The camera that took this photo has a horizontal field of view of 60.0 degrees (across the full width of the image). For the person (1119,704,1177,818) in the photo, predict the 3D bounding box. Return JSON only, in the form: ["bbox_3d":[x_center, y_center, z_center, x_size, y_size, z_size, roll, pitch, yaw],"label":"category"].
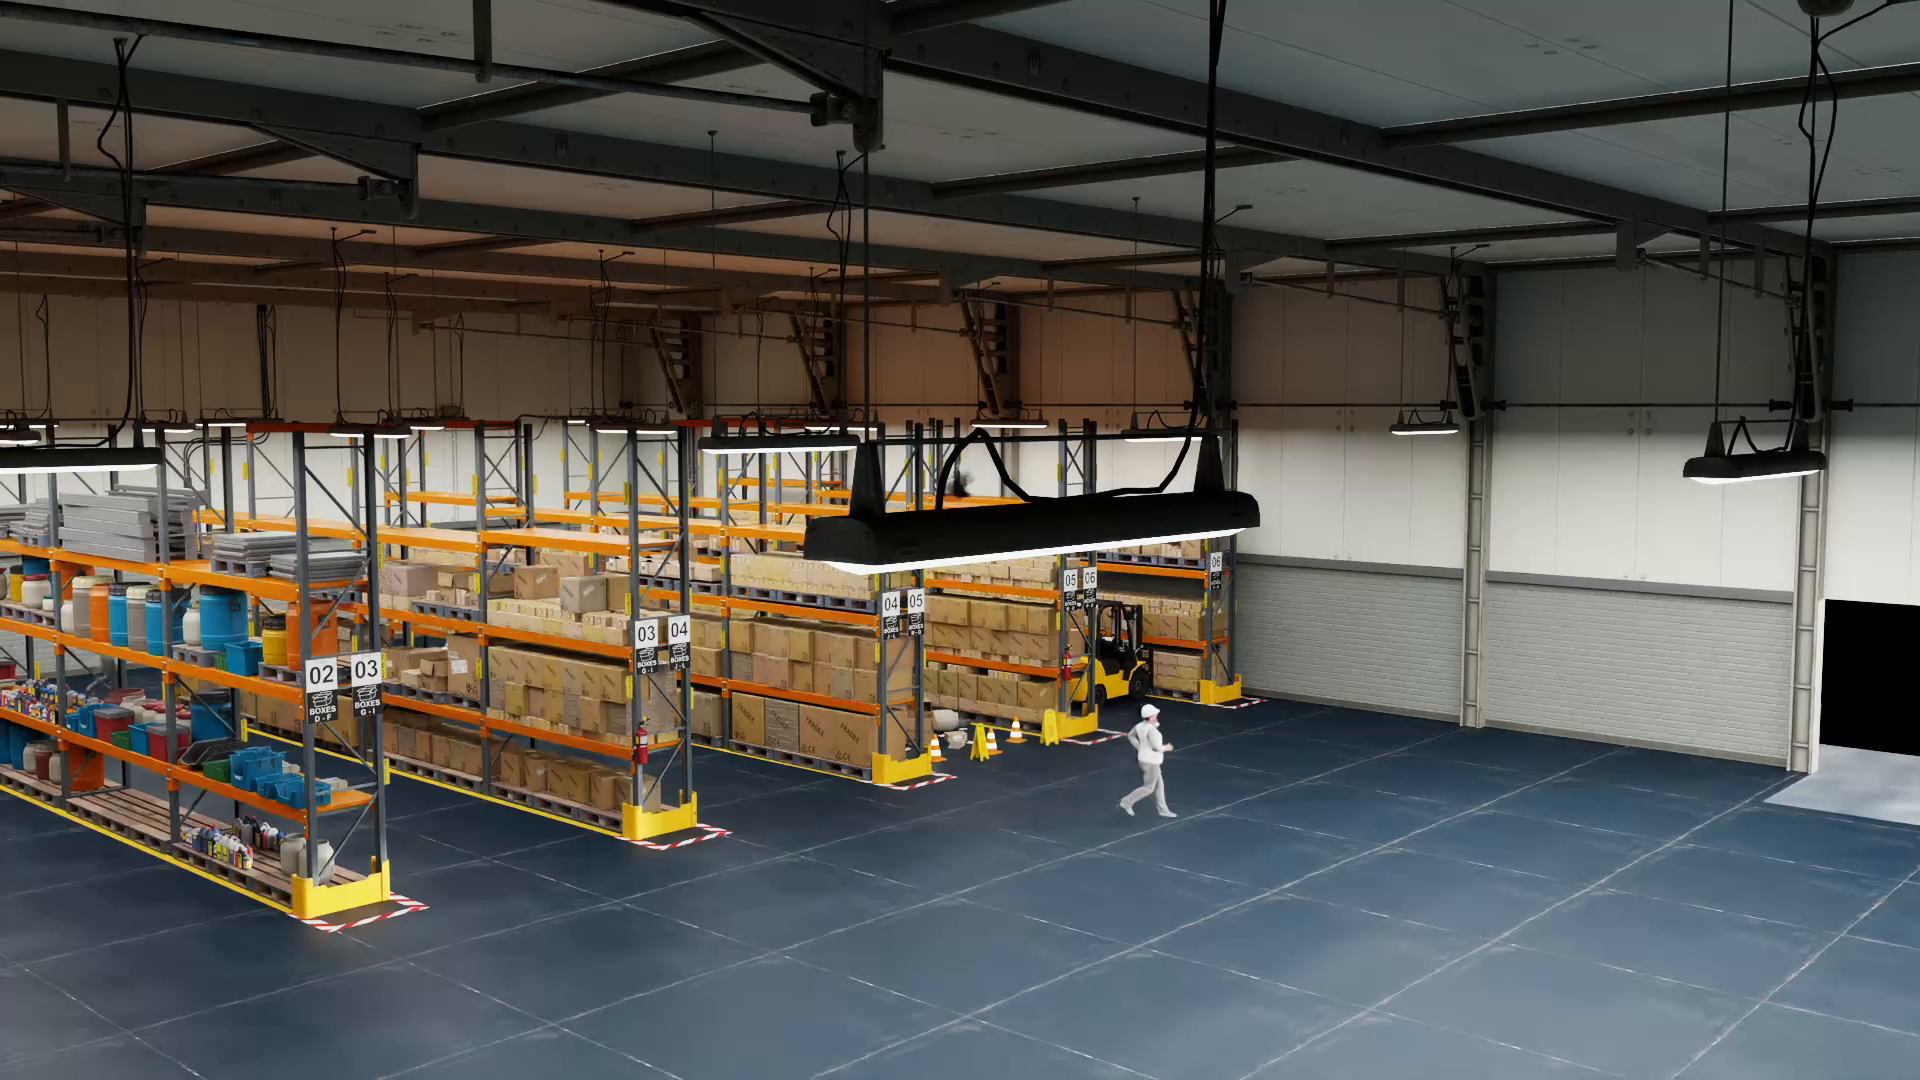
[{"bbox_3d":[2.863,3.376,25.240,0.960,1.779,0.661,-1,5,-14],"label":"person"}]

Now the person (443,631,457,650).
[{"bbox_3d":[-10.444,2.696,34.376,0.573,1.653,0.571,4,6,39],"label":"person"}]

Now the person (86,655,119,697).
[{"bbox_3d":[-18.265,2.591,35.606,0.920,1.658,0.582,-4,6,-43],"label":"person"}]
